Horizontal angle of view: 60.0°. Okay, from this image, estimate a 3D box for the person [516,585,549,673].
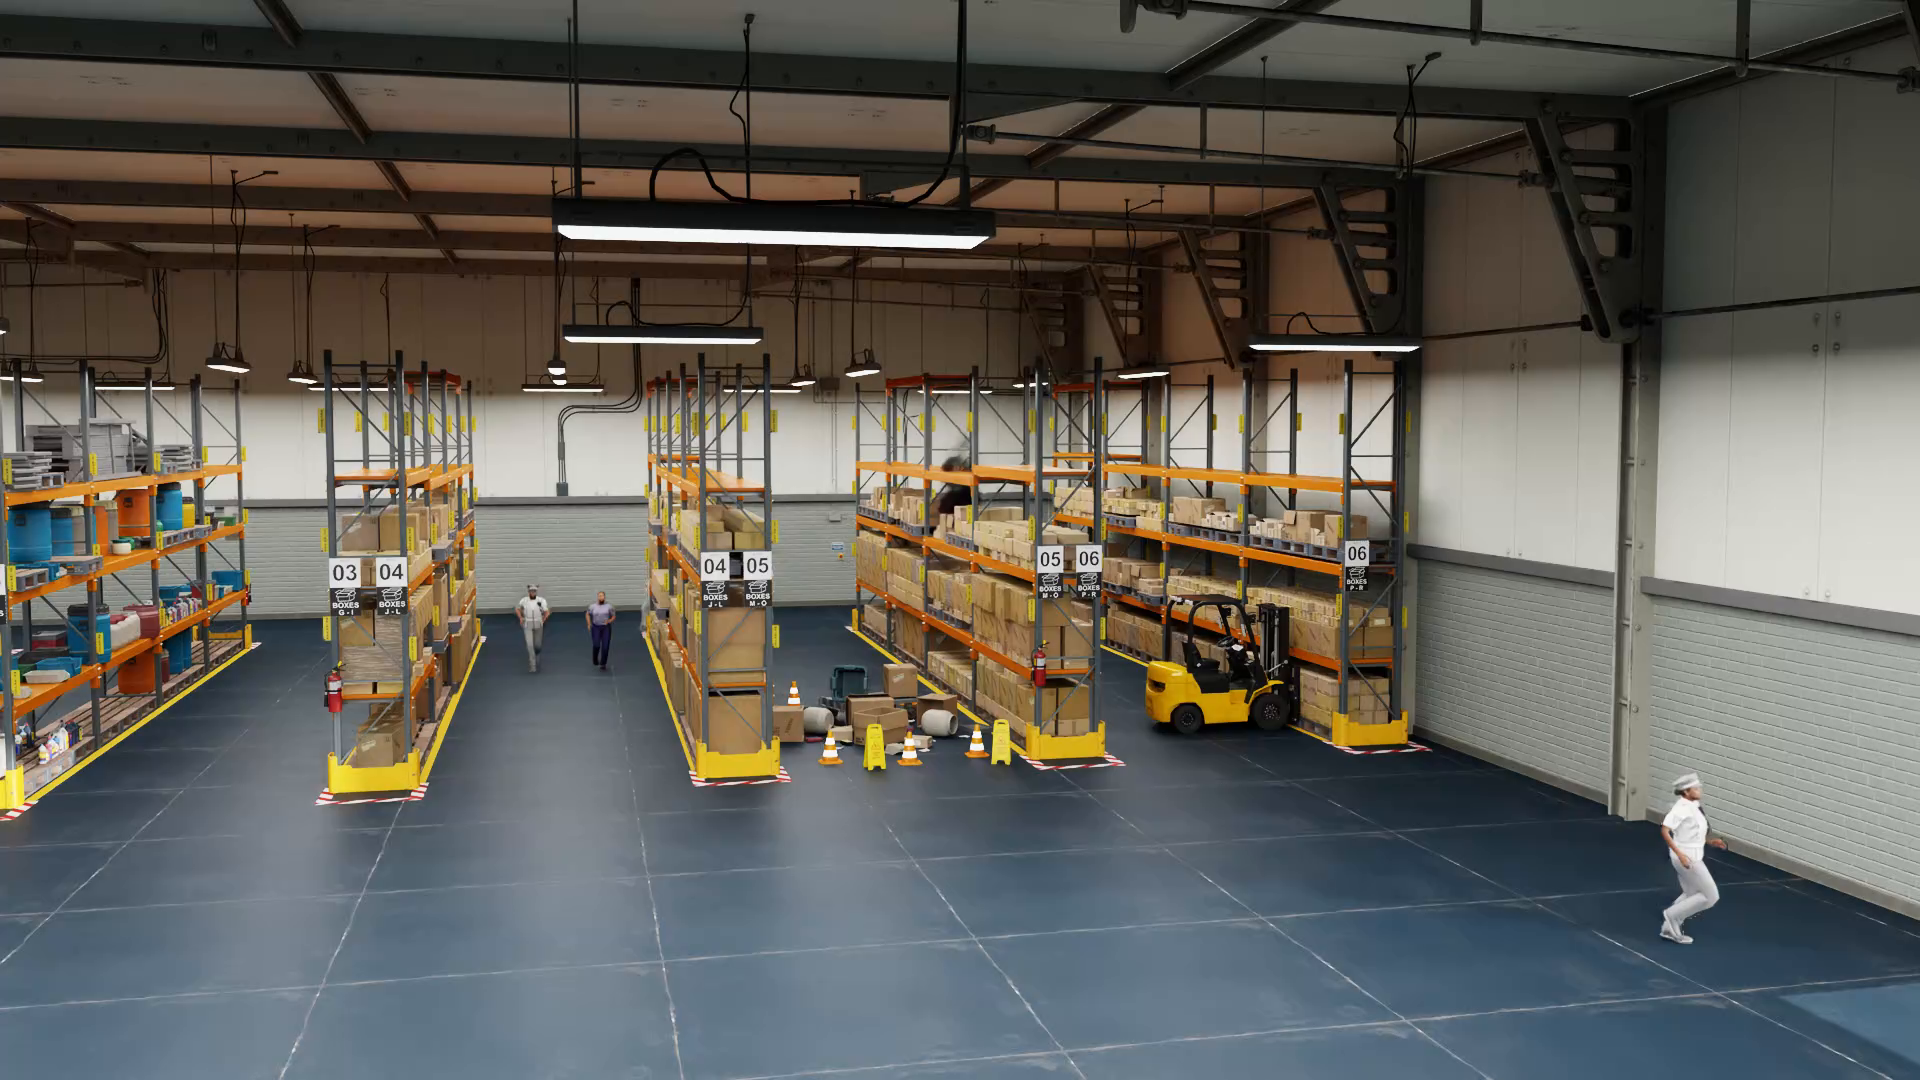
[{"bbox_3d":[-8.705,1.783,33.898,0.663,1.775,0.833,-1,4,-17],"label":"person"}]

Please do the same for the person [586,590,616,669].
[{"bbox_3d":[-7.297,1.832,33.831,0.594,1.602,0.597,-1,4,-15],"label":"person"}]

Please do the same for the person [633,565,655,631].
[{"bbox_3d":[-7.402,1.395,40.207,0.887,1.671,0.653,-2,4,-27],"label":"person"}]

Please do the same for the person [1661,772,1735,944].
[{"bbox_3d":[7.082,3.049,15.939,0.617,1.662,0.552,2,5,29],"label":"person"}]
